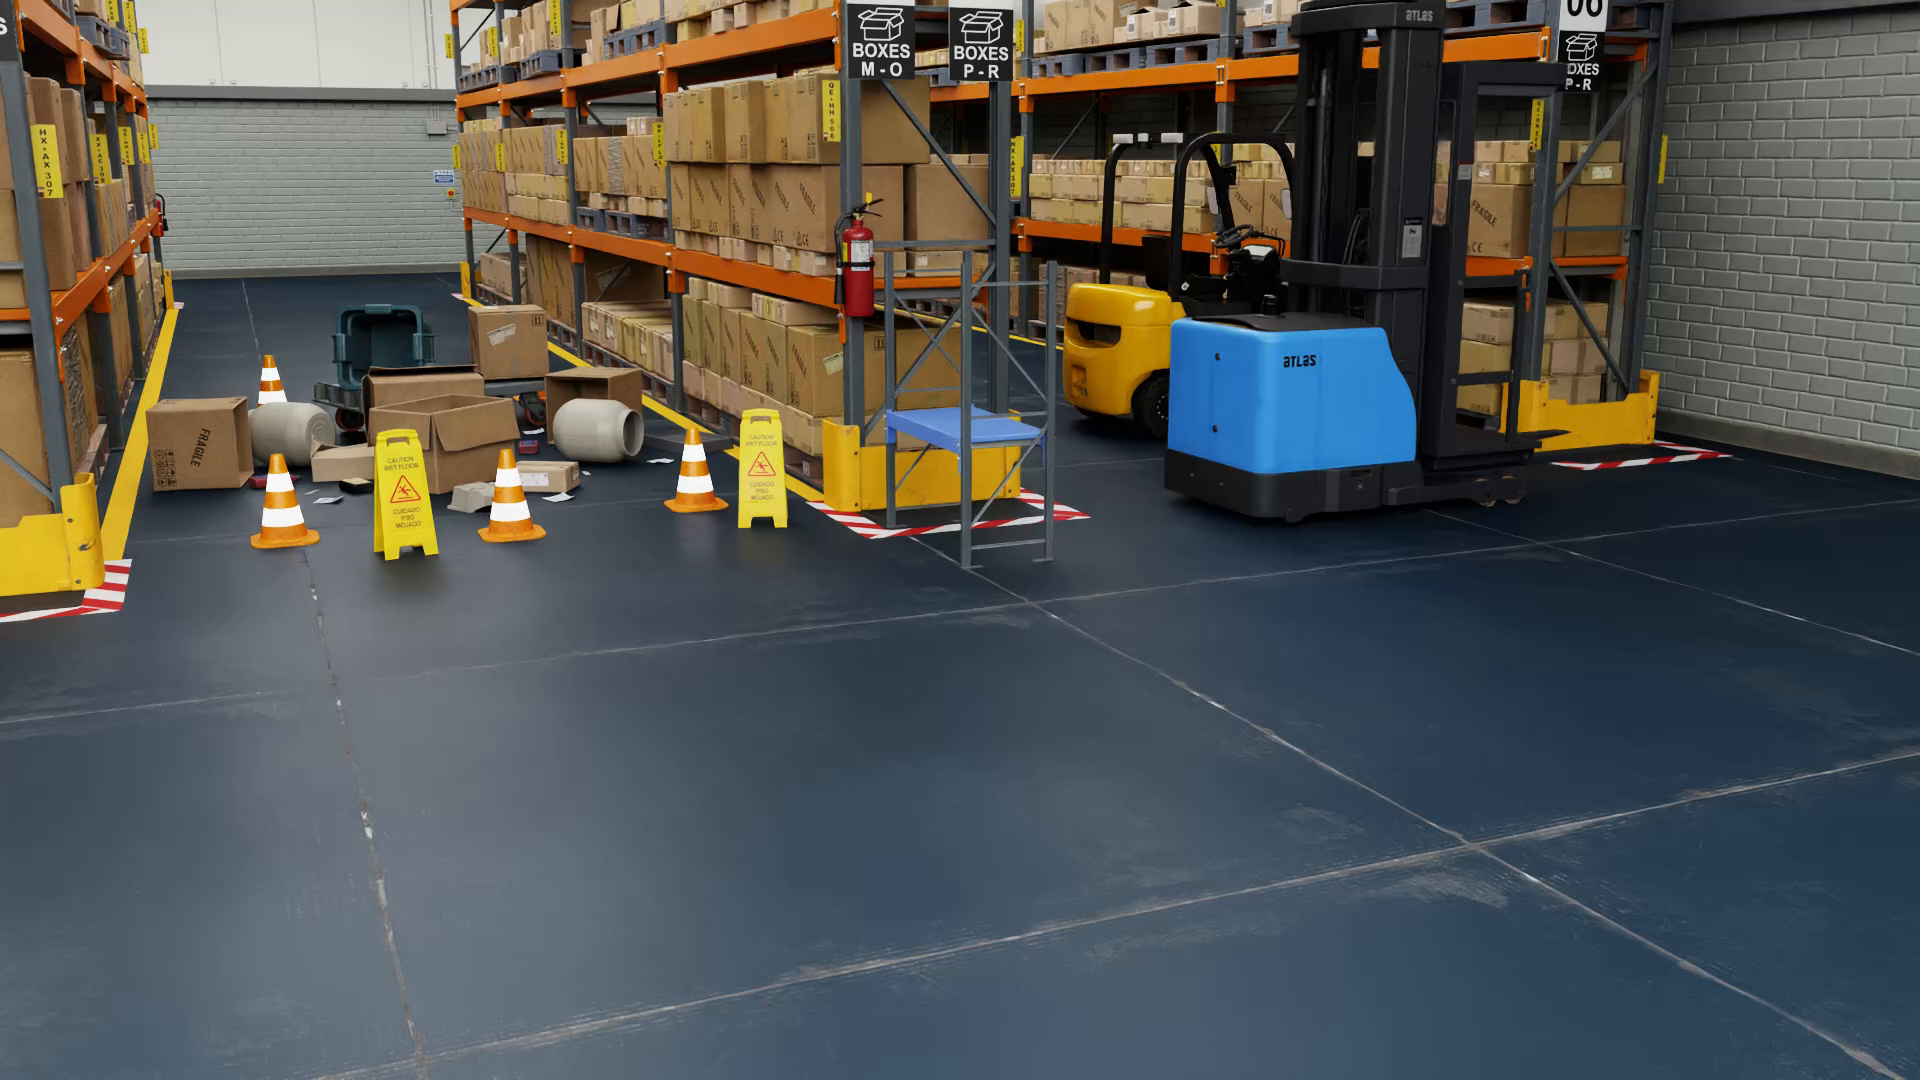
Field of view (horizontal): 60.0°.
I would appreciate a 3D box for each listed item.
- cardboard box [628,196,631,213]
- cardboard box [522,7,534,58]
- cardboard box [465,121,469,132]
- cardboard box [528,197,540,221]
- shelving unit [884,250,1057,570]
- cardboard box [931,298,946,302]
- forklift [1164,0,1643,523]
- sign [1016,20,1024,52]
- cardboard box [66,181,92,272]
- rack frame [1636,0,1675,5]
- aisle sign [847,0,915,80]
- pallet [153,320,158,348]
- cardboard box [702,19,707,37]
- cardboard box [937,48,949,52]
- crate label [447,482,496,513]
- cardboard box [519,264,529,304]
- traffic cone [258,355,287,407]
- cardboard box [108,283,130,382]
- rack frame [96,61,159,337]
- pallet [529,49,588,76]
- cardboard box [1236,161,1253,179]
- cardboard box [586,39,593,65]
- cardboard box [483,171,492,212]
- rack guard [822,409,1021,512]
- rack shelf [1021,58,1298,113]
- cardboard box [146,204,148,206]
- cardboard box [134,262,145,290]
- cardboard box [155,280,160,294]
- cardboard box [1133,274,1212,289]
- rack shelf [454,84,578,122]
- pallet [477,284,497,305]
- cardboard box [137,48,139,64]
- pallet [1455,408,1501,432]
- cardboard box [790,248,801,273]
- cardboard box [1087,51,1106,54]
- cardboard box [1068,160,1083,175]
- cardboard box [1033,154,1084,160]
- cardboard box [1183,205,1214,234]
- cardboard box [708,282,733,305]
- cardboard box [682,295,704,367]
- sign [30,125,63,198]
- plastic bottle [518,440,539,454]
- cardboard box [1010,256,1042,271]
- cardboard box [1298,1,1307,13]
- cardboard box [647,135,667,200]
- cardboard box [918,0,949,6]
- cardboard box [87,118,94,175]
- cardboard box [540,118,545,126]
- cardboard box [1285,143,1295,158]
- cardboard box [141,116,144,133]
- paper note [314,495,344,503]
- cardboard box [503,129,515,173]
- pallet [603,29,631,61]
[{"bbox_3d":[-2.646,-2.892,14.337,0.380,0.149,0.250,-6,14,-23],"label":"cardboard box"},{"bbox_3d":[-4.366,-5.395,17.722,0.500,0.500,0.500,-5,14,-22],"label":"cardboard box"},{"bbox_3d":[-6.541,-5.637,22.695,0.380,0.149,0.250,-5,14,-21],"label":"cardboard box"},{"bbox_3d":[-4.471,-3.663,18.376,0.500,0.250,0.500,-6,14,-24],"label":"cardboard box"},{"bbox_3d":[0.034,-0.713,8.625,0.538,1.500,1.048,-6,14,-23],"label":"shelving unit"},{"bbox_3d":[-0.044,-3.272,20.966,0.500,0.500,0.500,-6,14,-25],"label":"cardboard box"},{"bbox_3d":[2.773,-1.723,9.813,3.031,2.935,1.130,-6,14,-25],"label":"forklift"},{"bbox_3d":[0.654,-5.456,17.993,0.100,0.325,0.005,-6,14,-23],"label":"sign"},{"bbox_3d":[-5.887,-1.934,10.243,0.875,0.550,0.550,-6,14,-23],"label":"cardboard box"},{"bbox_3d":[4.357,-5.061,10.782,1.000,3.000,0.127,-6,14,-23],"label":"rack frame"},{"bbox_3d":[-0.430,-2.917,9.056,0.394,0.787,0.004,-6,14,-23],"label":"aisle sign"},{"bbox_3d":[-9.178,-2.182,17.828,1.003,0.211,1.213,-6,14,-23],"label":"pallet"},{"bbox_3d":[-1.638,-3.668,11.971,0.380,0.149,0.250,-6,14,-23],"label":"cardboard box"},{"bbox_3d":[-0.061,-5.941,19.979,0.380,0.149,0.250,-6,14,-23],"label":"cardboard box"},{"bbox_3d":[-2.796,-0.254,9.662,0.298,0.136,0.250,9,16,35],"label":"crate label"},{"bbox_3d":[-5.150,-3.265,21.074,0.875,0.438,0.875,-6,14,-24],"label":"cardboard box"},{"bbox_3d":[-5.441,-1.226,13.139,0.336,0.463,0.334,-6,14,-23],"label":"traffic cone"},{"bbox_3d":[-7.374,-1.669,13.486,1.050,0.750,0.750,-5,14,-22],"label":"cardboard box"},{"bbox_3d":[-9.492,-3.701,18.208,1.000,3.000,0.127,-6,14,-23],"label":"rack frame"},{"bbox_3d":[-3.701,-4.840,16.896,1.213,0.211,1.003,-5,14,-20],"label":"pallet"},{"bbox_3d":[2.641,-3.240,14.557,0.380,0.149,0.250,-6,14,-24],"label":"cardboard box"},{"bbox_3d":[-3.322,-4.605,15.761,0.396,0.266,0.258,-6,14,-23],"label":"cardboard box"},{"bbox_3d":[-5.842,-4.499,21.433,0.500,0.500,0.500,-6,14,-24],"label":"cardboard box"},{"bbox_3d":[-0.220,-0.487,9.867,1.175,0.500,0.348,-6,14,-23],"label":"rack guard"},{"bbox_3d":[1.954,-4.489,16.557,1.077,0.370,4.000,-6,14,-23],"label":"rack shelf"},{"bbox_3d":[-9.877,-3.934,19.773,0.380,0.149,0.250,-5,14,-20],"label":"cardboard box"},{"bbox_3d":[-8.333,-2.599,16.396,0.500,0.250,0.500,-6,14,-23],"label":"cardboard box"},{"bbox_3d":[-9.970,-3.083,20.268,0.380,0.149,0.250,-5,14,-22],"label":"cardboard box"},{"bbox_3d":[2.232,-2.281,16.406,0.875,0.625,0.625,-6,14,-24],"label":"cardboard box"},{"bbox_3d":[-5.798,-5.693,21.758,1.077,0.370,4.000,-6,14,-23],"label":"rack shelf"},{"bbox_3d":[-6.207,-3.479,23.432,1.003,0.211,1.213,-6,14,-23],"label":"pallet"},{"bbox_3d":[-10.470,-5.981,20.633,0.500,0.250,0.500,-6,14,-24],"label":"cardboard box"},{"bbox_3d":[4.012,-0.934,12.439,1.003,0.211,1.213,-6,14,-23],"label":"pallet"},{"bbox_3d":[-0.822,-1.722,10.216,0.380,0.149,0.250,-6,14,-24],"label":"cardboard box"},{"bbox_3d":[1.677,-5.307,17.673,0.500,0.250,0.500,-6,14,-23],"label":"cardboard box"},{"bbox_3d":[1.361,-3.905,17.430,0.380,0.149,0.250,-5,14,-22],"label":"cardboard box"},{"bbox_3d":[1.089,-4.165,19.061,0.500,0.500,0.500,-5,14,-20],"label":"cardboard box"},{"bbox_3d":[2.313,-2.973,15.394,0.500,0.250,0.500,-5,14,-22],"label":"cardboard box"},{"bbox_3d":[-1.600,-1.779,11.968,0.380,0.149,0.250,-5,14,-21],"label":"cardboard box"},{"bbox_3d":[-1.803,-1.600,12.634,0.500,0.500,0.500,-5,14,-20],"label":"cardboard box"},{"bbox_3d":[-4.174,-1.731,7.600,0.100,0.325,0.005,-6,14,-23],"label":"sign"},{"bbox_3d":[-2.993,-0.648,11.536,0.133,0.061,0.283,-3,13,-13],"label":"plastic bottle"},{"bbox_3d":[0.722,-3.173,19.103,0.380,0.149,0.250,-6,14,-26],"label":"cardboard box"},{"bbox_3d":[2.964,-4.278,13.455,0.380,0.149,0.250,-5,14,-21],"label":"cardboard box"},{"bbox_3d":[-2.187,-2.989,13.319,0.500,0.500,0.500,-6,14,-24],"label":"cardboard box"},{"bbox_3d":[-0.025,-3.126,9.631,0.380,0.149,0.250,-6,14,-23],"label":"cardboard box"},{"bbox_3d":[-7.515,-3.212,13.657,0.700,0.500,0.500,-6,14,-24],"label":"cardboard box"},{"bbox_3d":[-5.003,-5.161,20.638,0.380,0.149,0.250,-5,14,-22],"label":"cardboard box"},{"bbox_3d":[2.917,-3.222,13.818,0.380,0.149,0.250,-5,14,-22],"label":"cardboard box"},{"bbox_3d":[-10.048,-4.816,19.925,0.500,0.500,0.500,-6,14,-25],"label":"cardboard box"},{"bbox_3d":[-3.740,-0.243,9.856,0.144,0.017,0.142,-1,13,-4],"label":"paper note"},{"bbox_3d":[-5.084,-4.588,19.601,0.500,0.500,0.500,-5,14,-22],"label":"cardboard box"},{"bbox_3d":[-2.360,-4.237,14.289,1.213,0.211,1.003,-6,14,-23],"label":"pallet"}]
